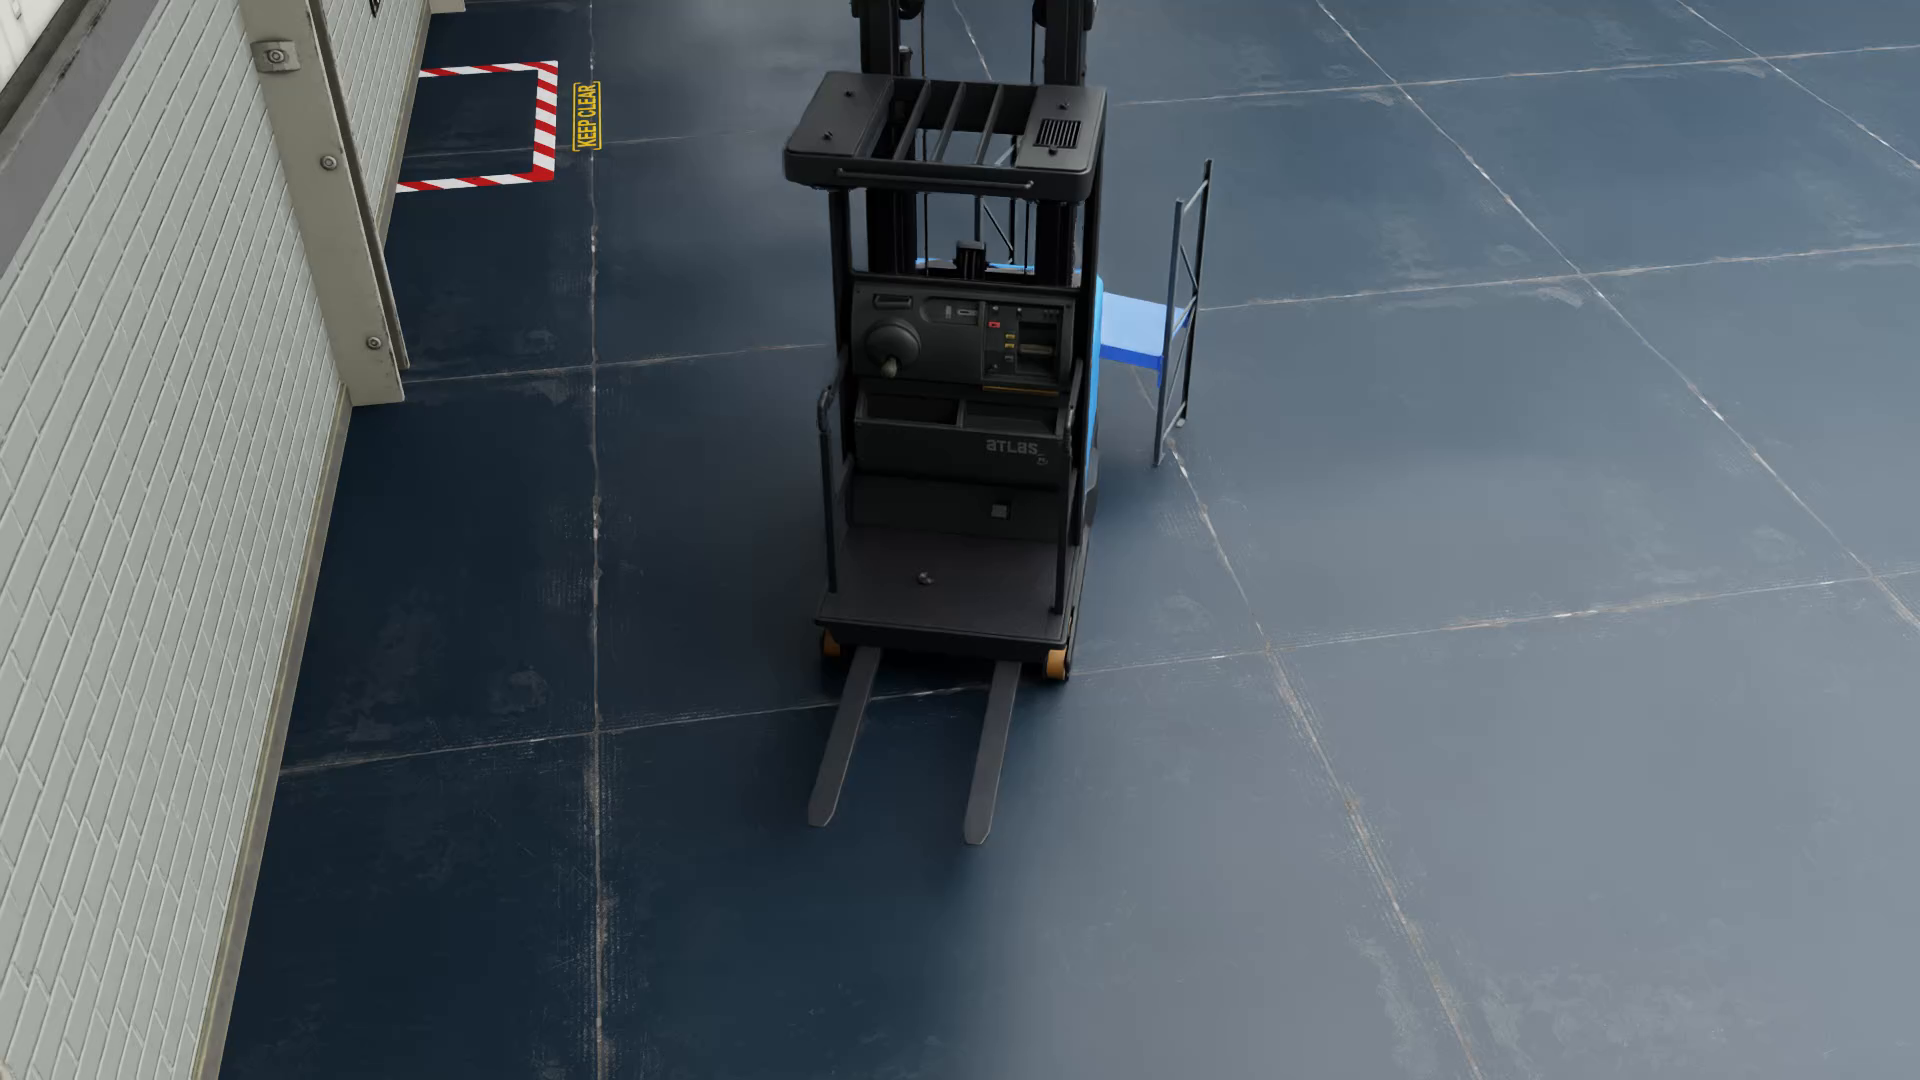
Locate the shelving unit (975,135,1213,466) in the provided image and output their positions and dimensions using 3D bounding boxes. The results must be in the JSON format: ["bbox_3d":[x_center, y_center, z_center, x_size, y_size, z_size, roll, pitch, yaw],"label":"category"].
[{"bbox_3d":[0.654,-1.249,8.535,1.048,1.500,0.538,15,40,19],"label":"shelving unit"}]

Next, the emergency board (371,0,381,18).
[{"bbox_3d":[-3.914,-4.168,11.070,0.157,1.169,0.626,-6,38,-8],"label":"emergency board"}]

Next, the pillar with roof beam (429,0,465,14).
[{"bbox_3d":[-0.054,-8.505,11.762,9.100,9.000,0.400,-6,38,-8],"label":"pillar with roof beam"}]

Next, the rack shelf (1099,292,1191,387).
[{"bbox_3d":[0.654,-1.107,8.645,1.000,0.185,0.538,15,40,19],"label":"rack shelf"}]

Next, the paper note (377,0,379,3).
[{"bbox_3d":[-3.934,-3.713,11.203,0.016,0.148,0.142,-6,38,-8],"label":"paper note"}]

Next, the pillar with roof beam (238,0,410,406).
[{"bbox_3d":[0.997,-4.881,7.097,9.100,9.000,0.400,-6,38,-8],"label":"pillar with roof beam"}]

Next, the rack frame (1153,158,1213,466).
[{"bbox_3d":[1.119,-1.123,8.373,0.032,1.500,0.500,15,40,19],"label":"rack frame"}]

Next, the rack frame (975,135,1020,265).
[{"bbox_3d":[0.189,-1.375,8.697,0.032,1.500,0.500,15,40,19],"label":"rack frame"}]

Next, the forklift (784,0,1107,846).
[{"bbox_3d":[-0.022,-0.774,6.757,1.130,2.935,3.031,5,38,7],"label":"forklift"}]
